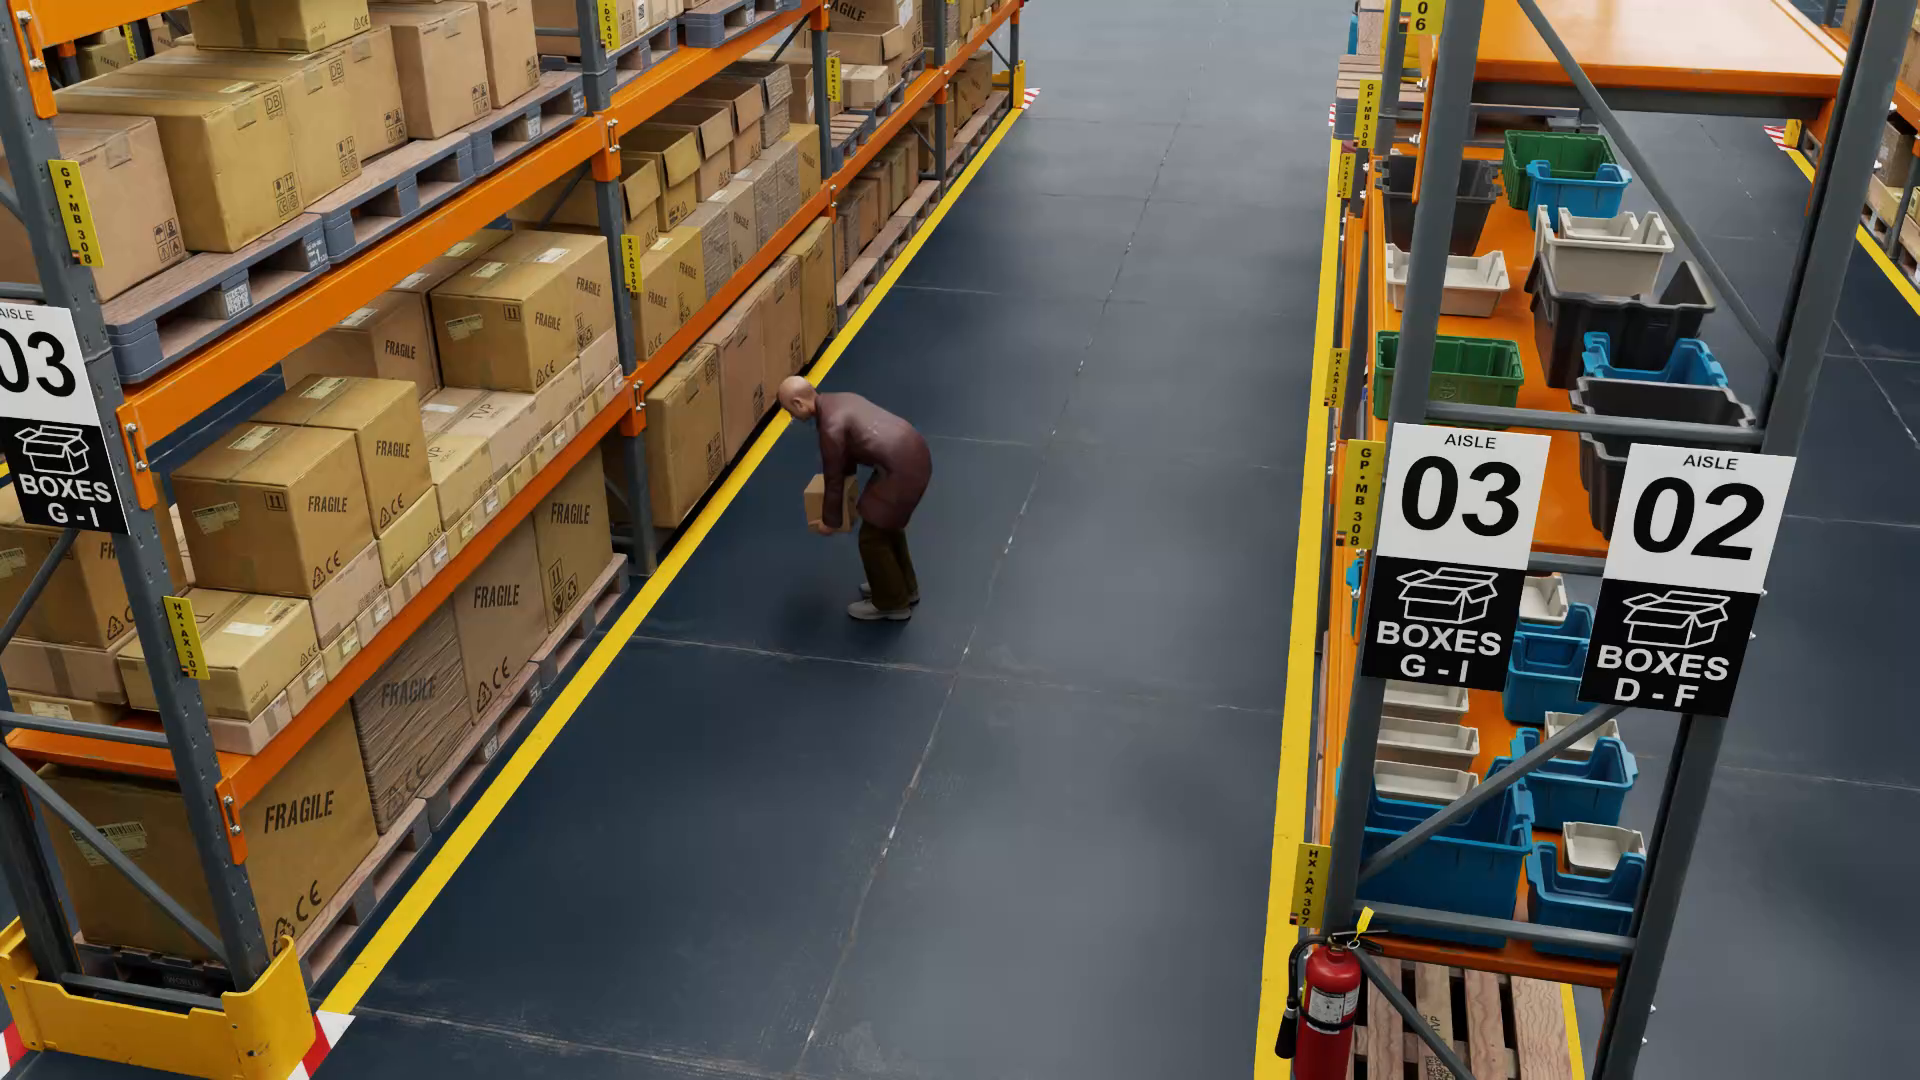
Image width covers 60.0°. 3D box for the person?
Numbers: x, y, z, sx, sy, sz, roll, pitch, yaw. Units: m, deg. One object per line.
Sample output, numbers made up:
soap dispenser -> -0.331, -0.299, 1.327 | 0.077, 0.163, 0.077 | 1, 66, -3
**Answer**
person -> -0.585, -0.241, 9.470 | 0.859, 1.416, 0.541 | 5, 29, 9
